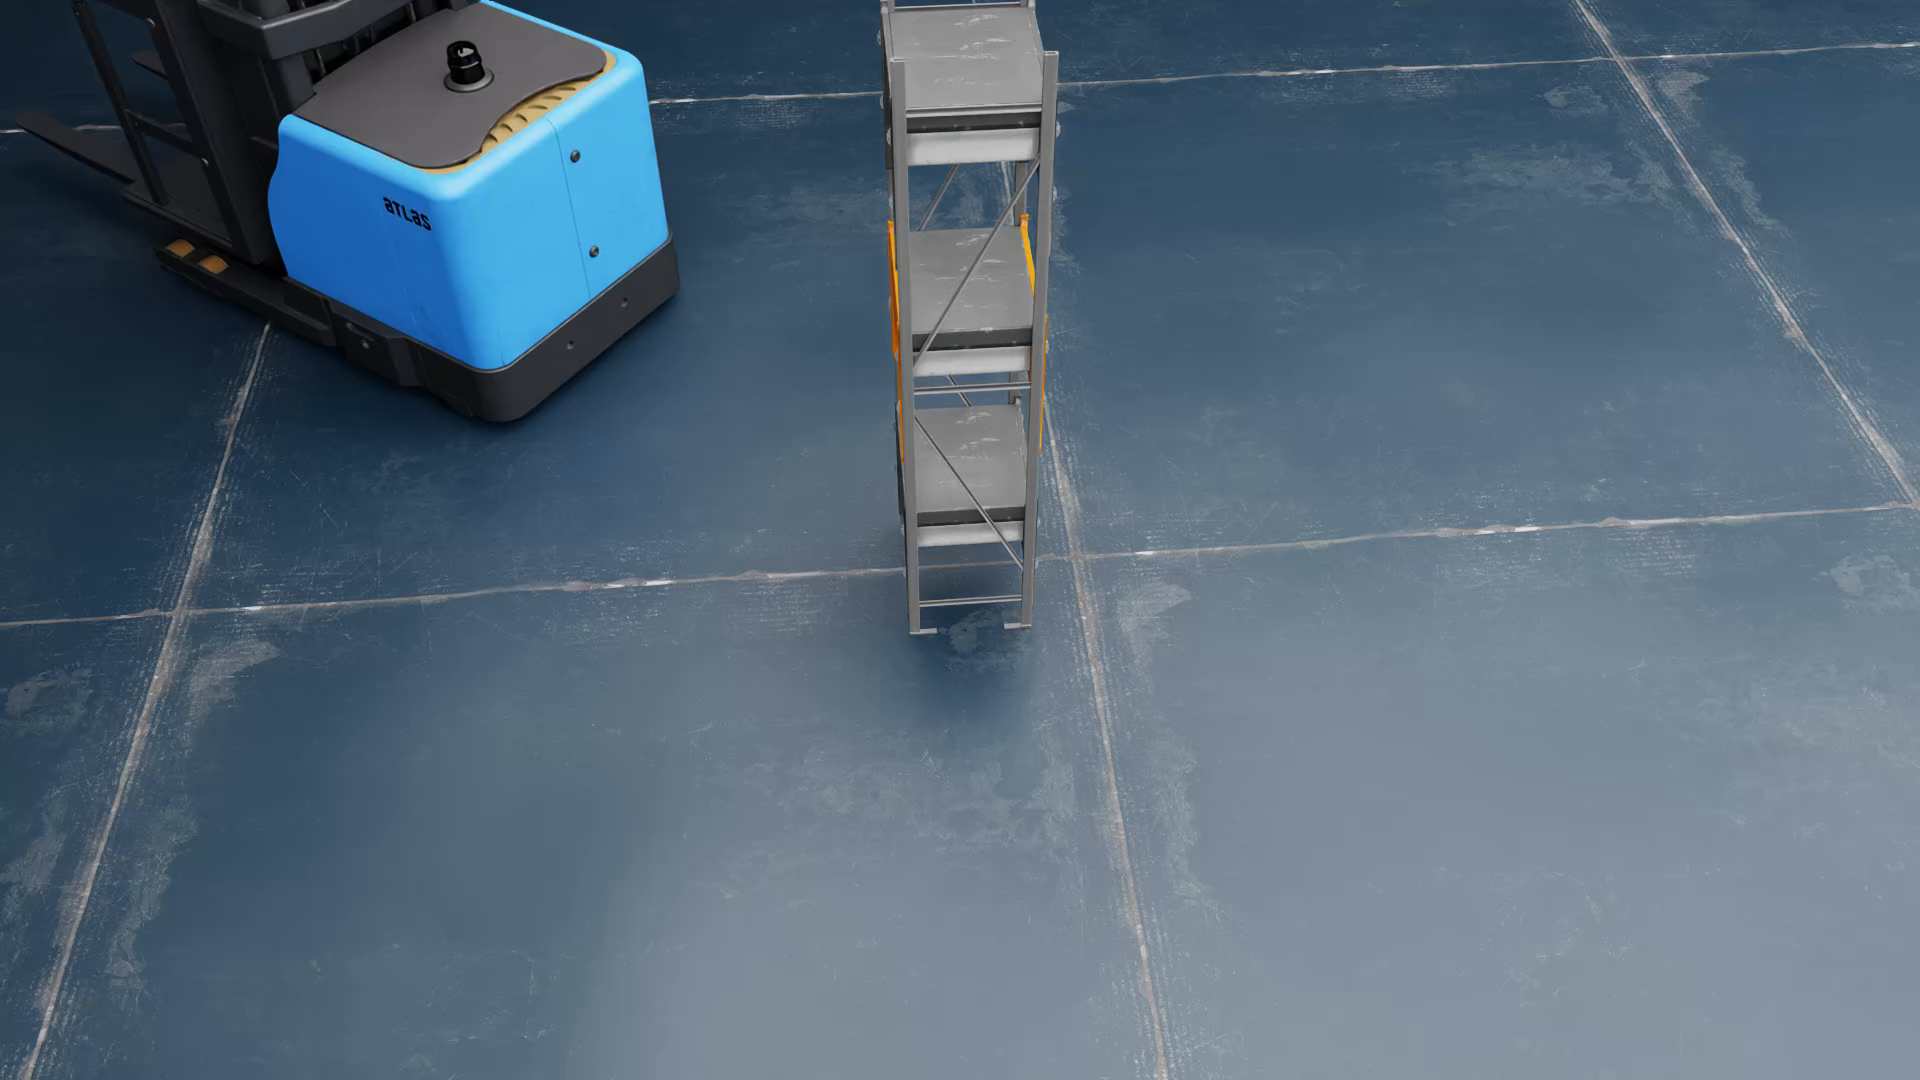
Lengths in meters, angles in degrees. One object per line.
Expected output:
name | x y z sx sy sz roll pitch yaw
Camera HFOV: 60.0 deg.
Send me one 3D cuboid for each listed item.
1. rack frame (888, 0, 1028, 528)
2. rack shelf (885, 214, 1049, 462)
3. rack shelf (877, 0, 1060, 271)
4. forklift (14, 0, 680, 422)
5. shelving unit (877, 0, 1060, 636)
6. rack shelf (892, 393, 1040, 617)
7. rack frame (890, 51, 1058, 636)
rack frame | -0.007 -0.779 5.041 0.400 2.100 0.015 -3 47 -3
rack shelf | 0.014 -0.593 4.884 0.431 0.518 0.480 -3 47 -3
rack shelf | 0.014 -1.074 4.376 0.431 0.518 0.480 -3 47 -3
forklift | -2.629 -2.275 5.886 3.031 2.935 1.130 25 52 22
shelving unit | 0.014 -0.602 4.874 0.431 2.100 0.503 -3 47 -3
rack shelf | 0.014 -0.112 5.392 0.431 0.518 0.480 -3 47 -3
rack frame | 0.034 -0.426 4.707 0.400 2.100 0.015 -3 47 -3
